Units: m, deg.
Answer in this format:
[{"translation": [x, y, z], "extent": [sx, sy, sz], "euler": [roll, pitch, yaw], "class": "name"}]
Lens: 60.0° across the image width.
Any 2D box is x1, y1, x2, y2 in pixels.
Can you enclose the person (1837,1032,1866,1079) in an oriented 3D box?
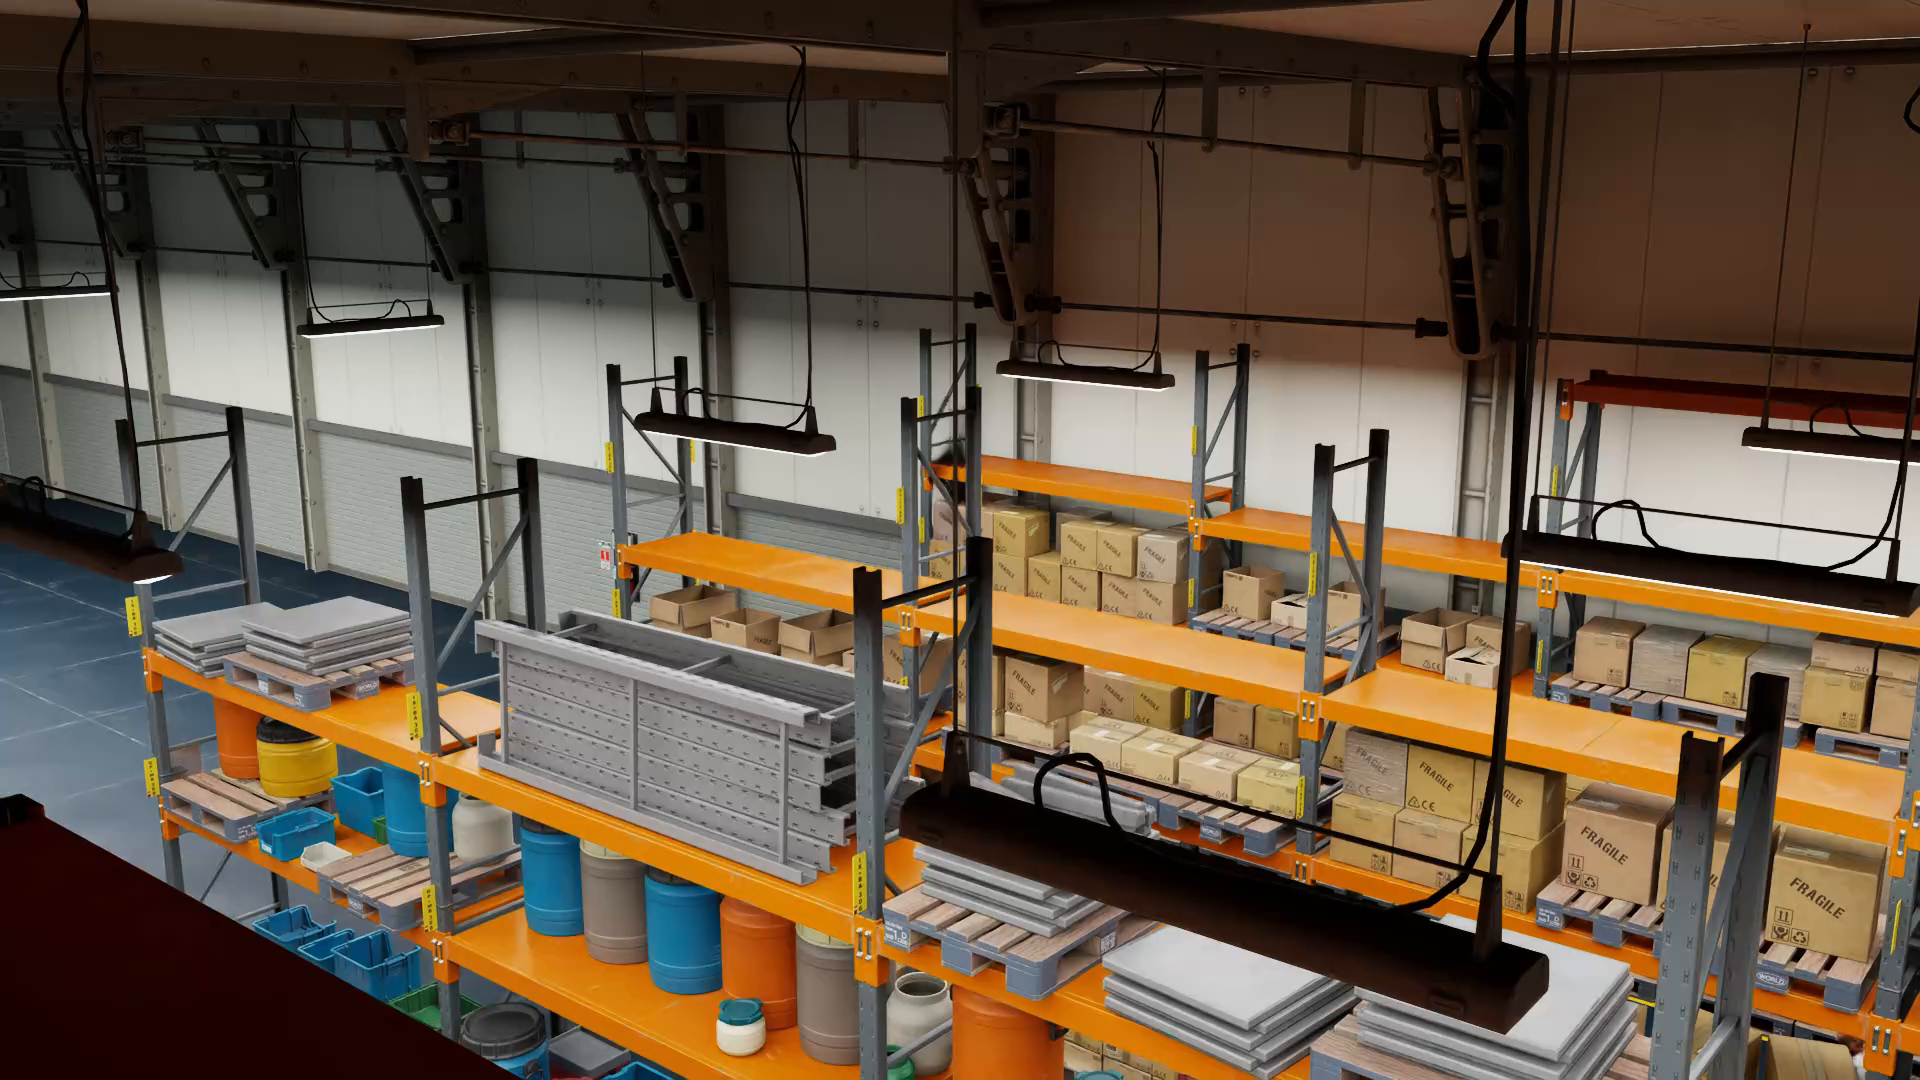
[{"translation": [6.904, 4.435, 12.699], "extent": [0.562, 1.722, 0.659], "euler": [7, 14, 29], "class": "person"}]
